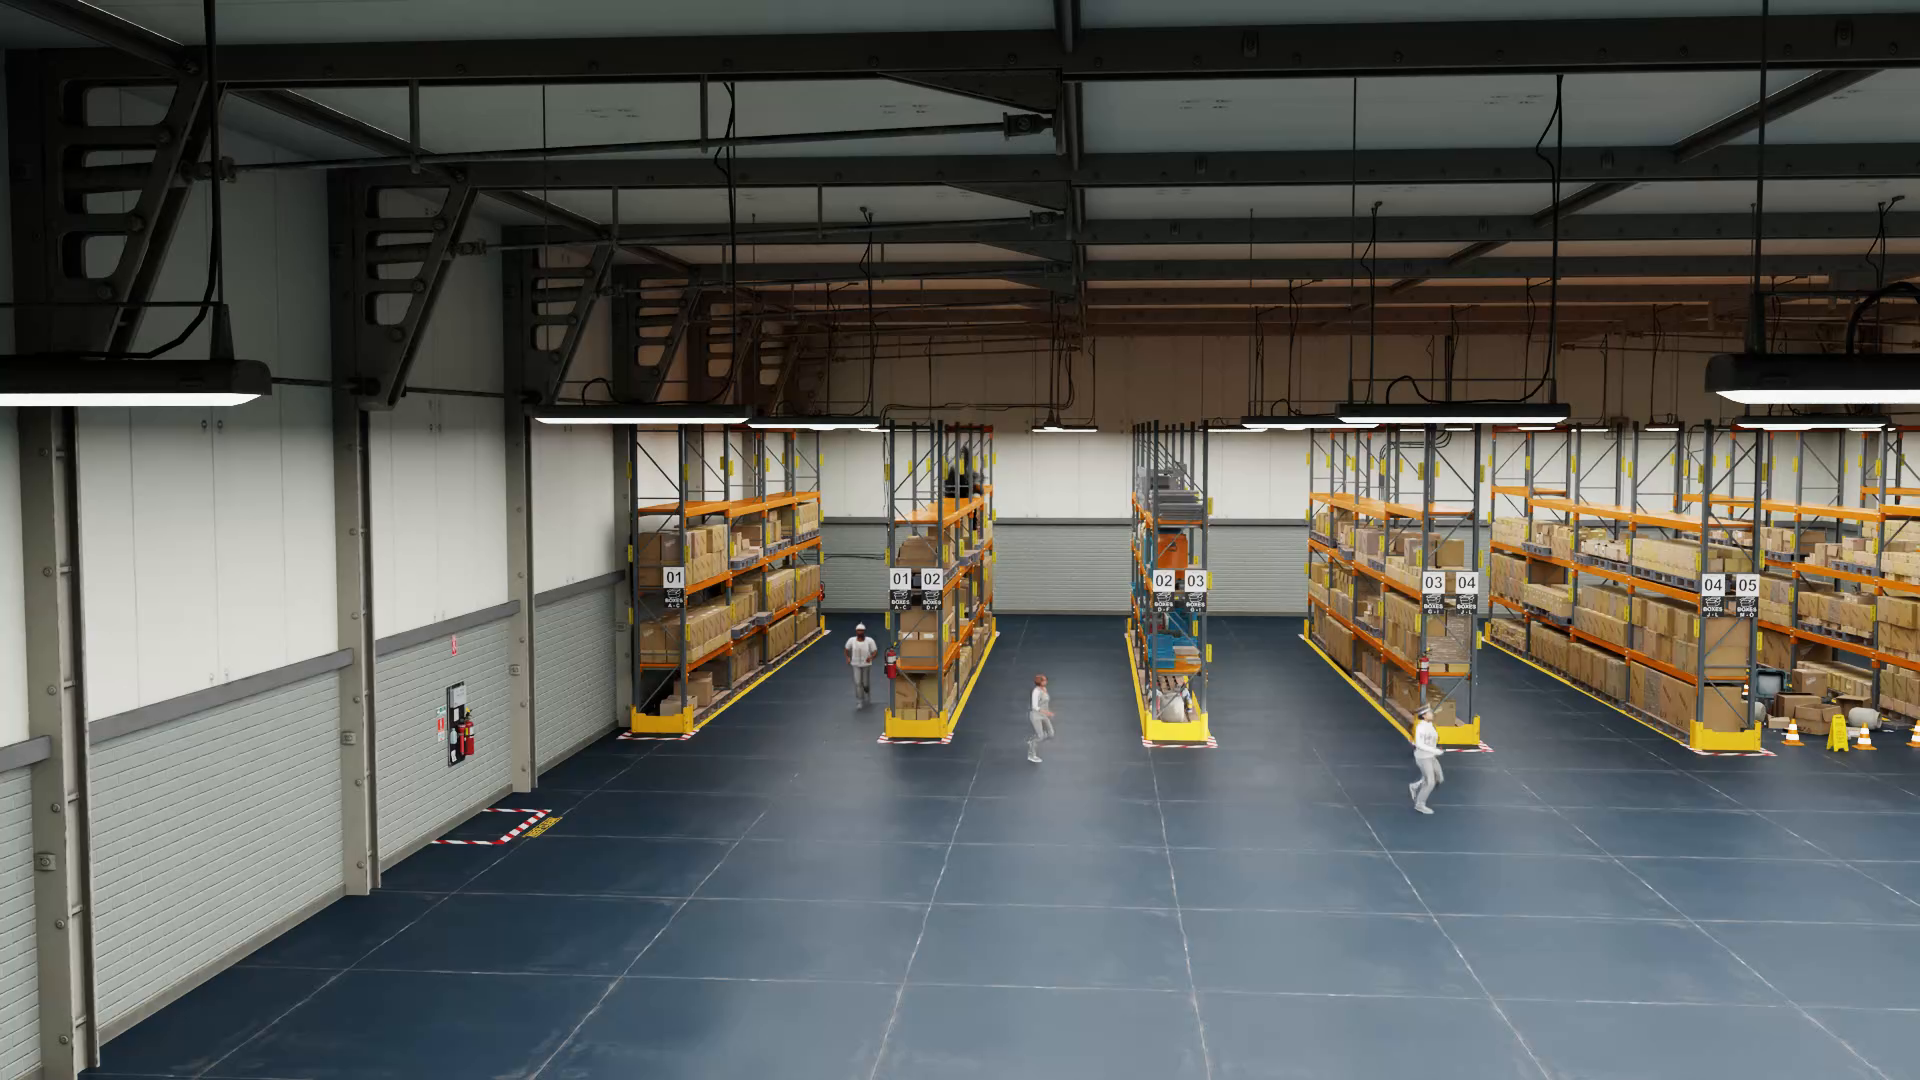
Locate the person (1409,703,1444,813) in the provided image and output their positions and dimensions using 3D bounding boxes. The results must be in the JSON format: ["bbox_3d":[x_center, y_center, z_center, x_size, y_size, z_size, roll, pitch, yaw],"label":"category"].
[{"bbox_3d":[7.074,3.300,25.208,0.561,1.665,0.658,2,4,32],"label":"person"}]

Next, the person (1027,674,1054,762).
[{"bbox_3d":[1.425,3.110,29.076,0.572,1.554,0.523,2,4,29],"label":"person"}]

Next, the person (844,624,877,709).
[{"bbox_3d":[-2.090,2.636,34.987,0.707,1.754,0.777,0,4,2],"label":"person"}]
